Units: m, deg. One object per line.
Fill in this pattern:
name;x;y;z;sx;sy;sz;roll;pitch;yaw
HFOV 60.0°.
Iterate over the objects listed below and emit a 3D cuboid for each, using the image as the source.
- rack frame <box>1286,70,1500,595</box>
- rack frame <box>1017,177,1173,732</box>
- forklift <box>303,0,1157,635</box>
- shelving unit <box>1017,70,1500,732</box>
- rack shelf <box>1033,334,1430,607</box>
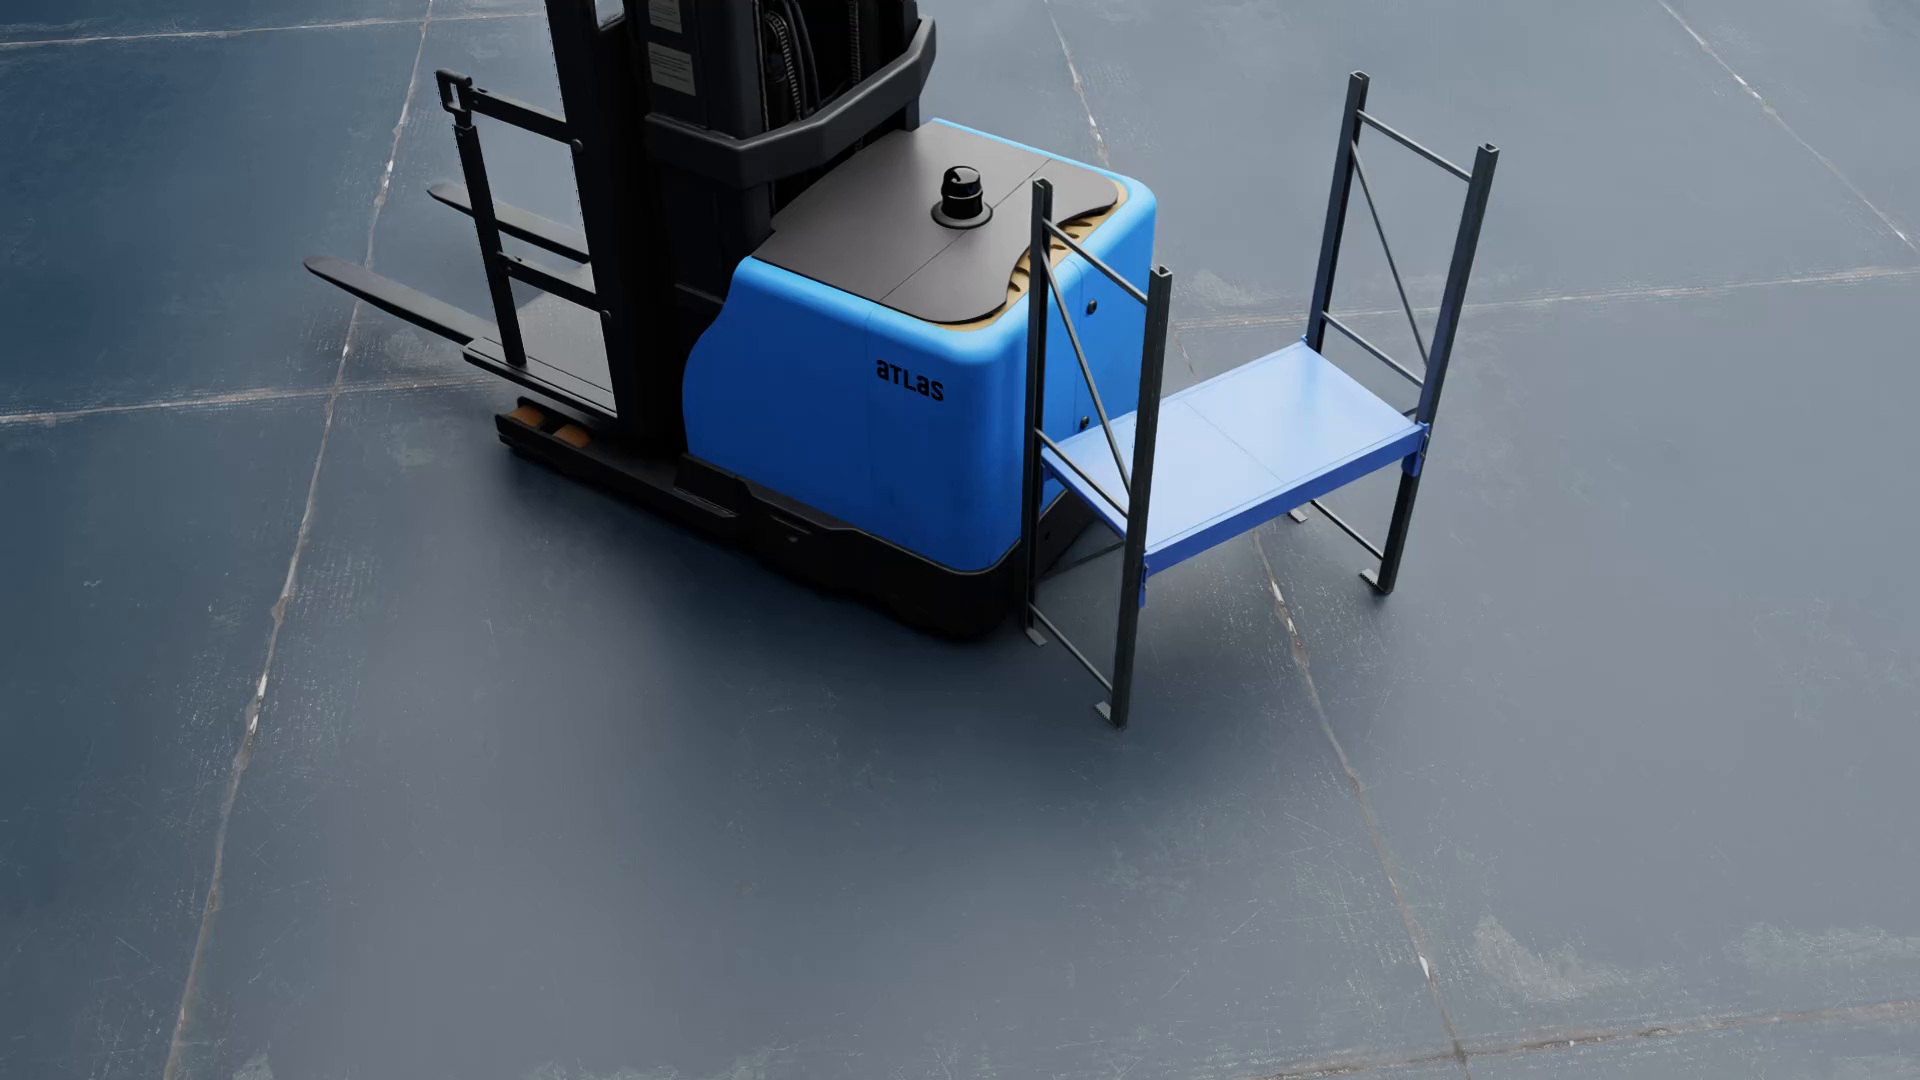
rack frame;1.174;-0.535;4.724;0.032;1.500;0.500;-23;47;-24
rack frame;0.320;-0.166;4.314;0.032;1.500;0.500;-23;47;-24
forklift;-0.935;-1.574;4.807;3.031;2.935;1.130;23;47;24
shelving unit;0.747;-0.351;4.519;1.048;1.500;0.538;-23;47;-24
rack shelf;0.747;-0.217;4.639;1.000;0.185;0.538;-23;47;-24
